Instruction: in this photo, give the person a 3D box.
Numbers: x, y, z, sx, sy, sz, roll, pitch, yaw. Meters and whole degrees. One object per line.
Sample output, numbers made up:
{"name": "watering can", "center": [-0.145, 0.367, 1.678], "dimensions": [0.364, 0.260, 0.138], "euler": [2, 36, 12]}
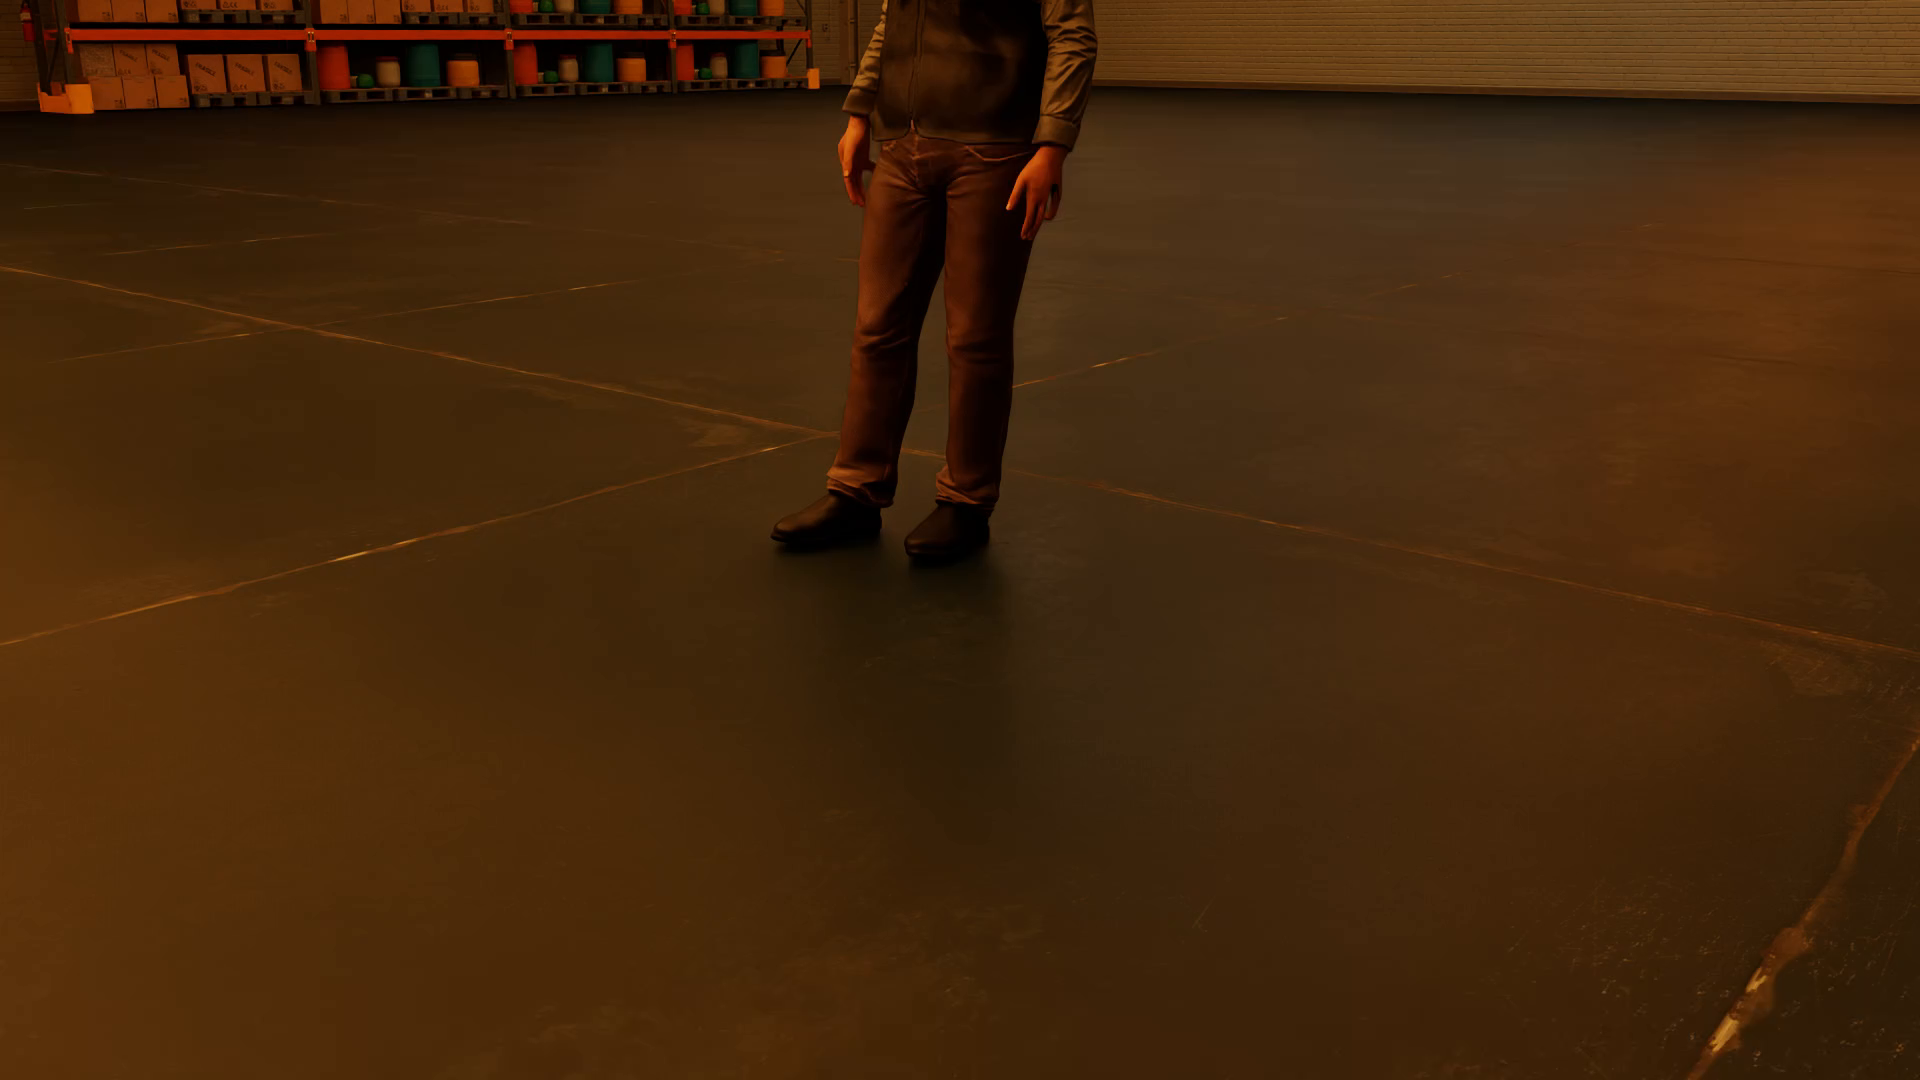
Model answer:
{"name": "person", "center": [-0.046, -0.818, 3.648], "dimensions": [0.633, 1.722, 0.566], "euler": [13, 21, 37]}
